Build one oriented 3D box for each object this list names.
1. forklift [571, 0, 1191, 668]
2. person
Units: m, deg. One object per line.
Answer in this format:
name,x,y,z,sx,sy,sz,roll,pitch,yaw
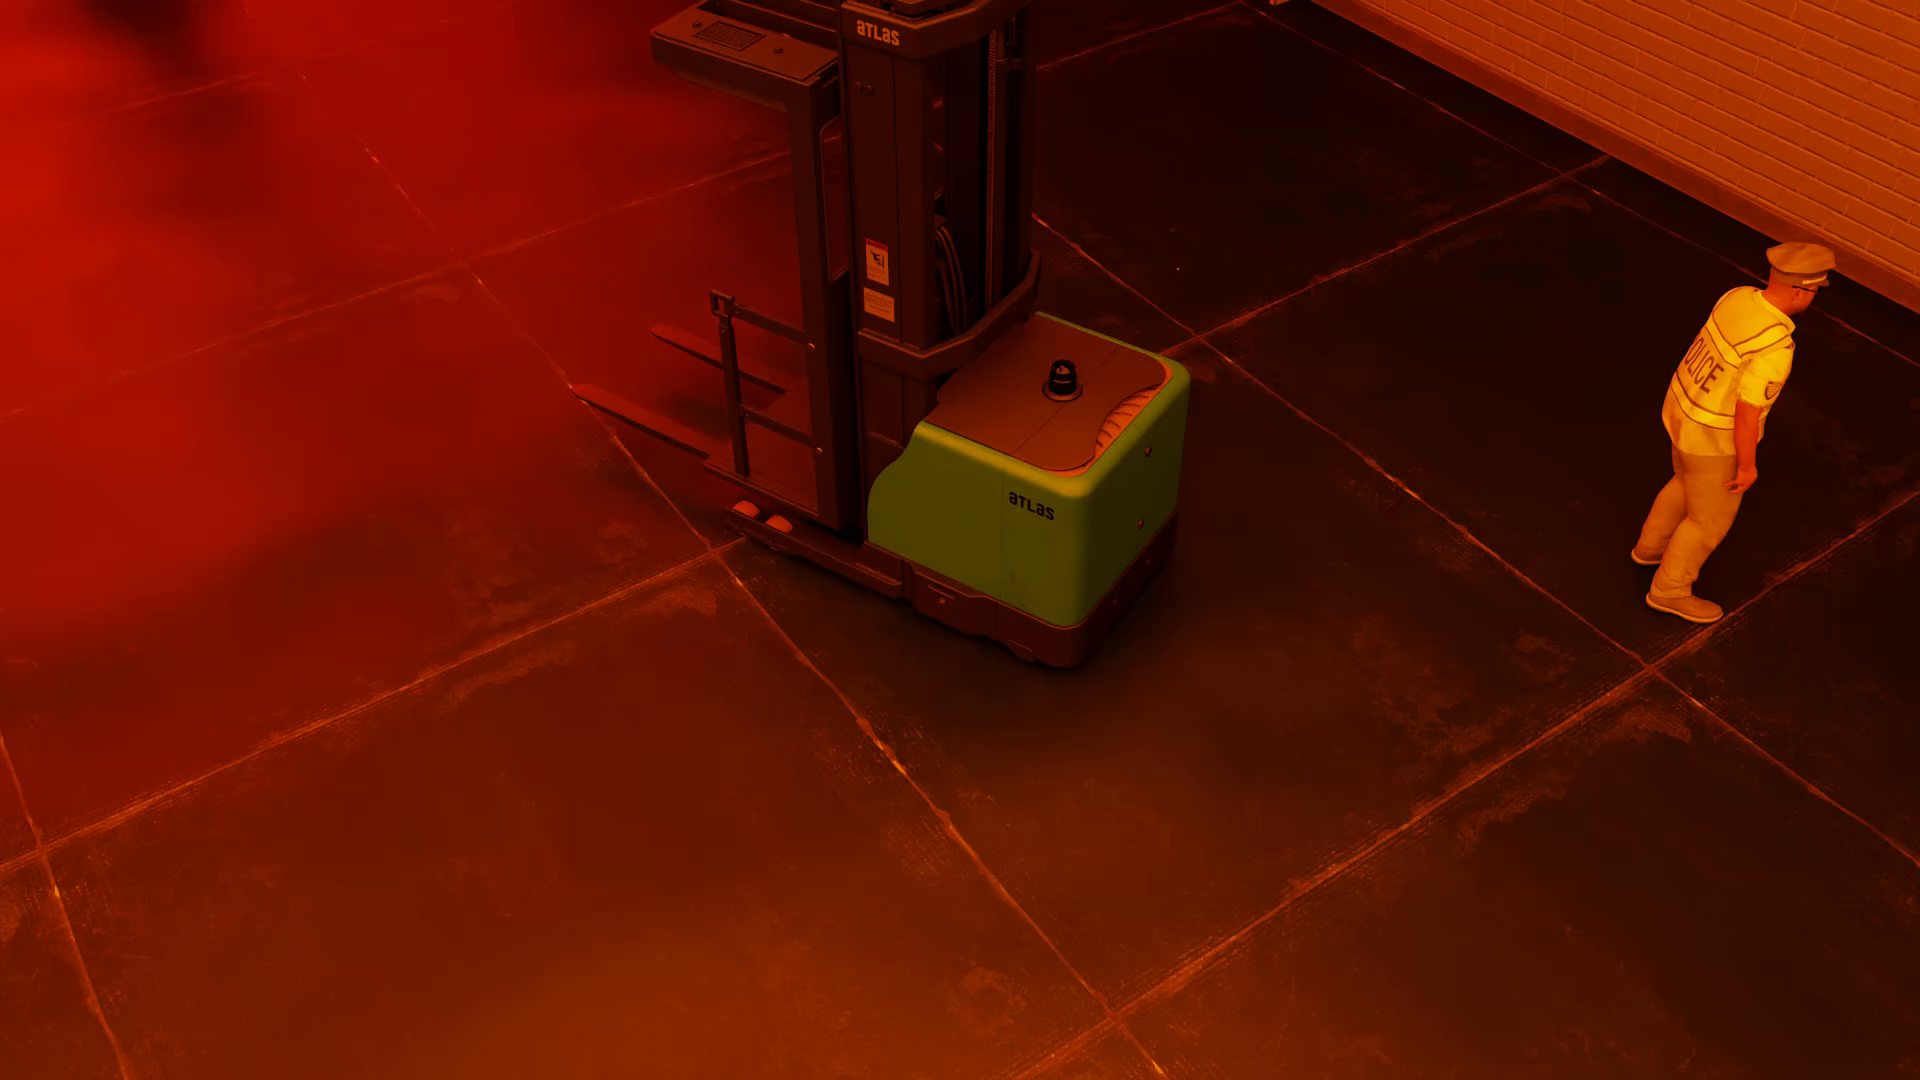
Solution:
forklift,-0.511,-1.302,7.129,3.031,2.935,1.130,24,48,24
person,3.237,-0.470,7.098,0.443,1.747,0.605,2,43,2
